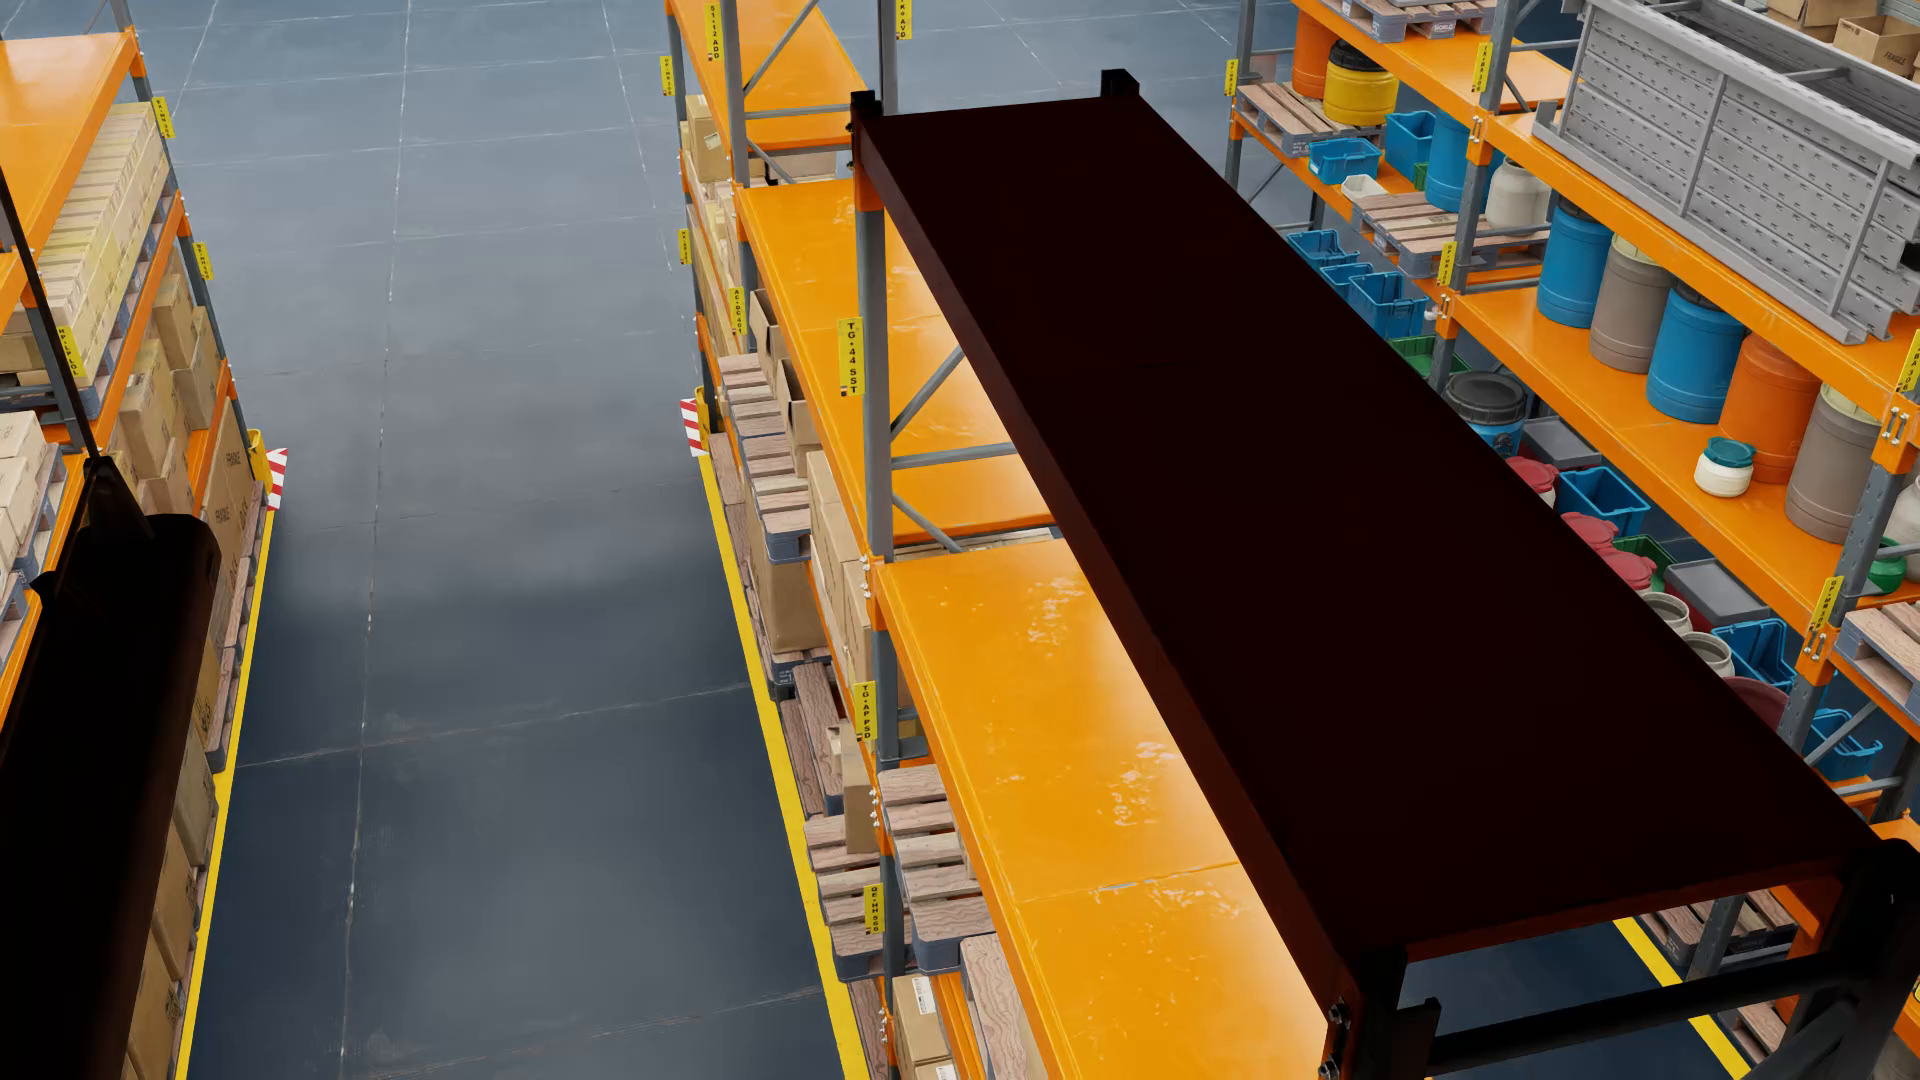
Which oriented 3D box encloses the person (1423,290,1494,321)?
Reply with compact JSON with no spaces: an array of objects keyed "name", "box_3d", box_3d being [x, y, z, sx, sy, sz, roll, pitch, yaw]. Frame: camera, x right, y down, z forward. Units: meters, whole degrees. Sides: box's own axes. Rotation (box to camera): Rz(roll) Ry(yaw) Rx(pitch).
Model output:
[{"name":"person","box_3d":[5.266,-2.915,16.905,0.946,1.615,0.492,6,35,8]}]
